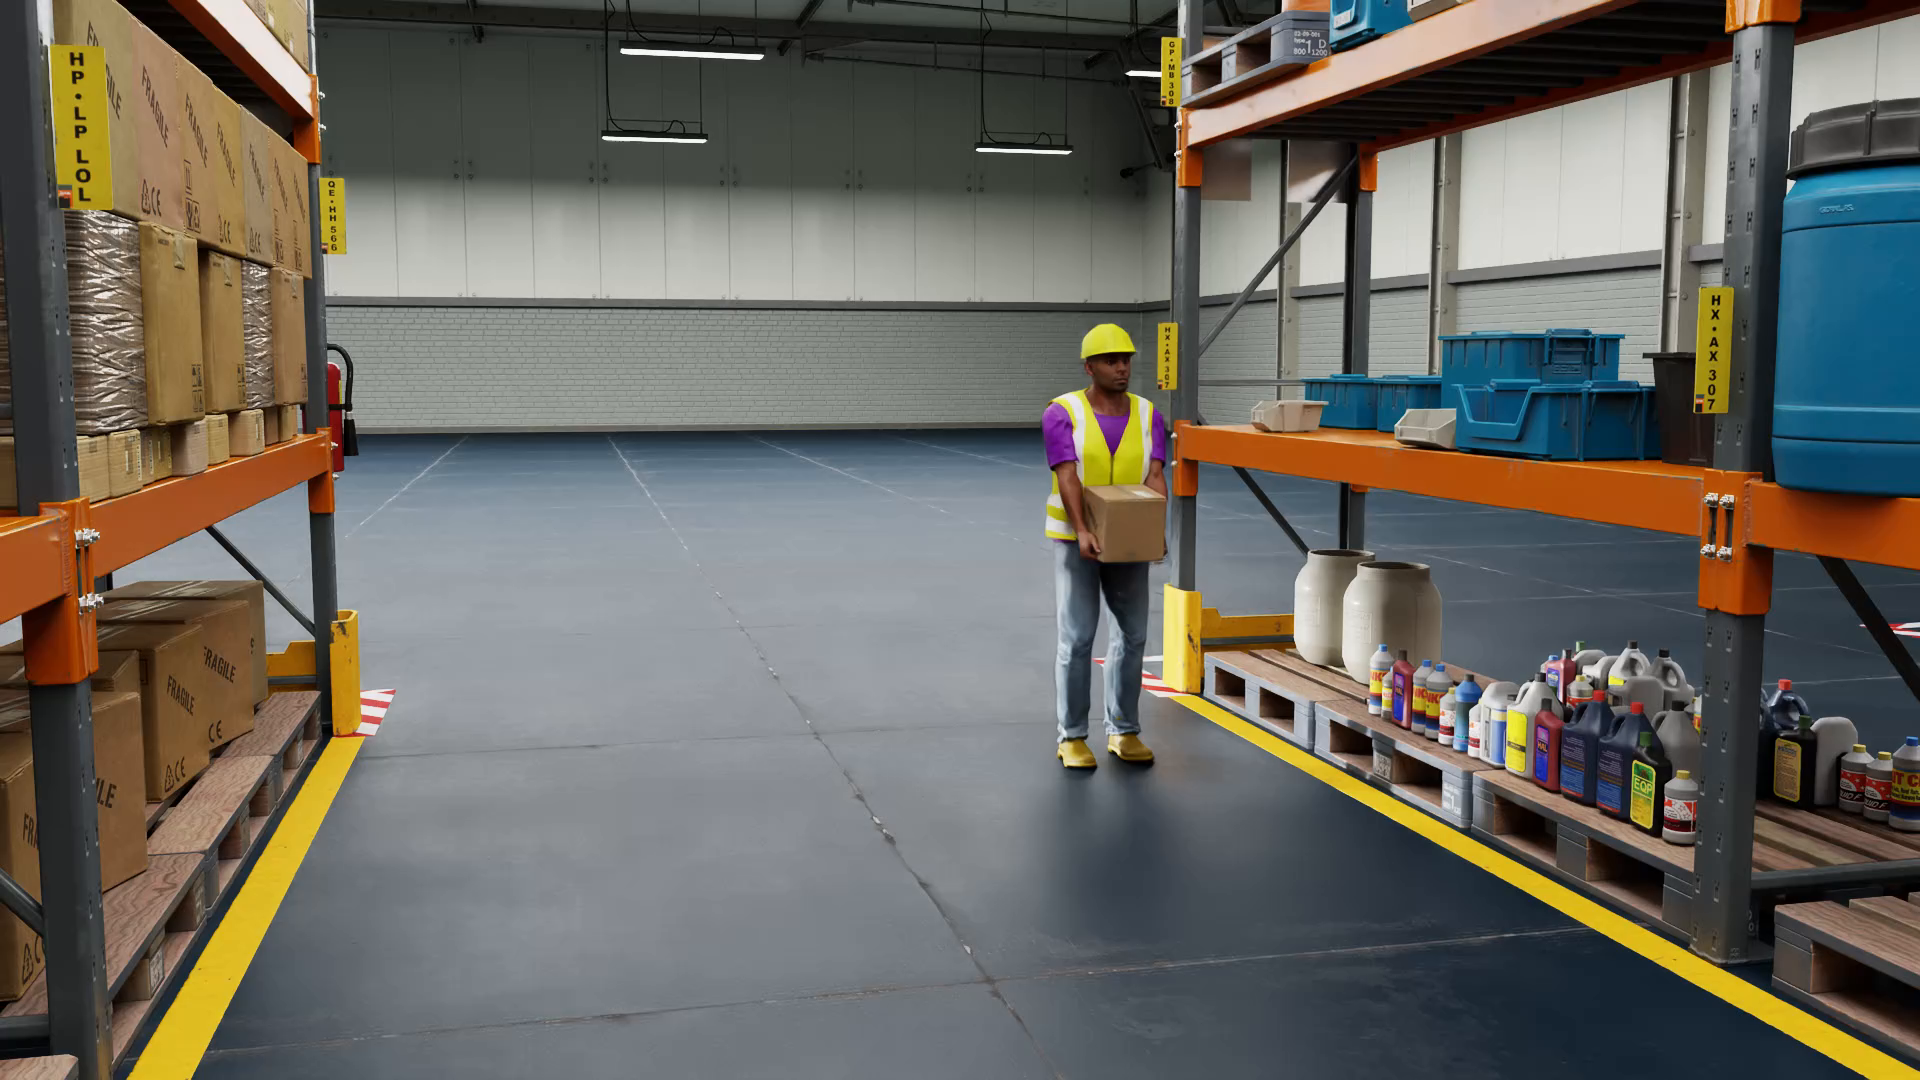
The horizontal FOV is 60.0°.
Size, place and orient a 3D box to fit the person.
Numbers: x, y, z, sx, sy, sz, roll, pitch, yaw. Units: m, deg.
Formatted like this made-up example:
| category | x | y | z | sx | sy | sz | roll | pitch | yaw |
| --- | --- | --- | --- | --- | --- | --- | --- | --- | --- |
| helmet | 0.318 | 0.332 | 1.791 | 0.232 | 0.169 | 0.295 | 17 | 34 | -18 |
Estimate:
| category | x | y | z | sx | sy | sz | roll | pitch | yaw |
| --- | --- | --- | --- | --- | --- | --- | --- | --- | --- |
| person | 0.601 | 0.023 | 6.640 | 0.505 | 1.762 | 0.566 | -2 | 6 | -15 |
